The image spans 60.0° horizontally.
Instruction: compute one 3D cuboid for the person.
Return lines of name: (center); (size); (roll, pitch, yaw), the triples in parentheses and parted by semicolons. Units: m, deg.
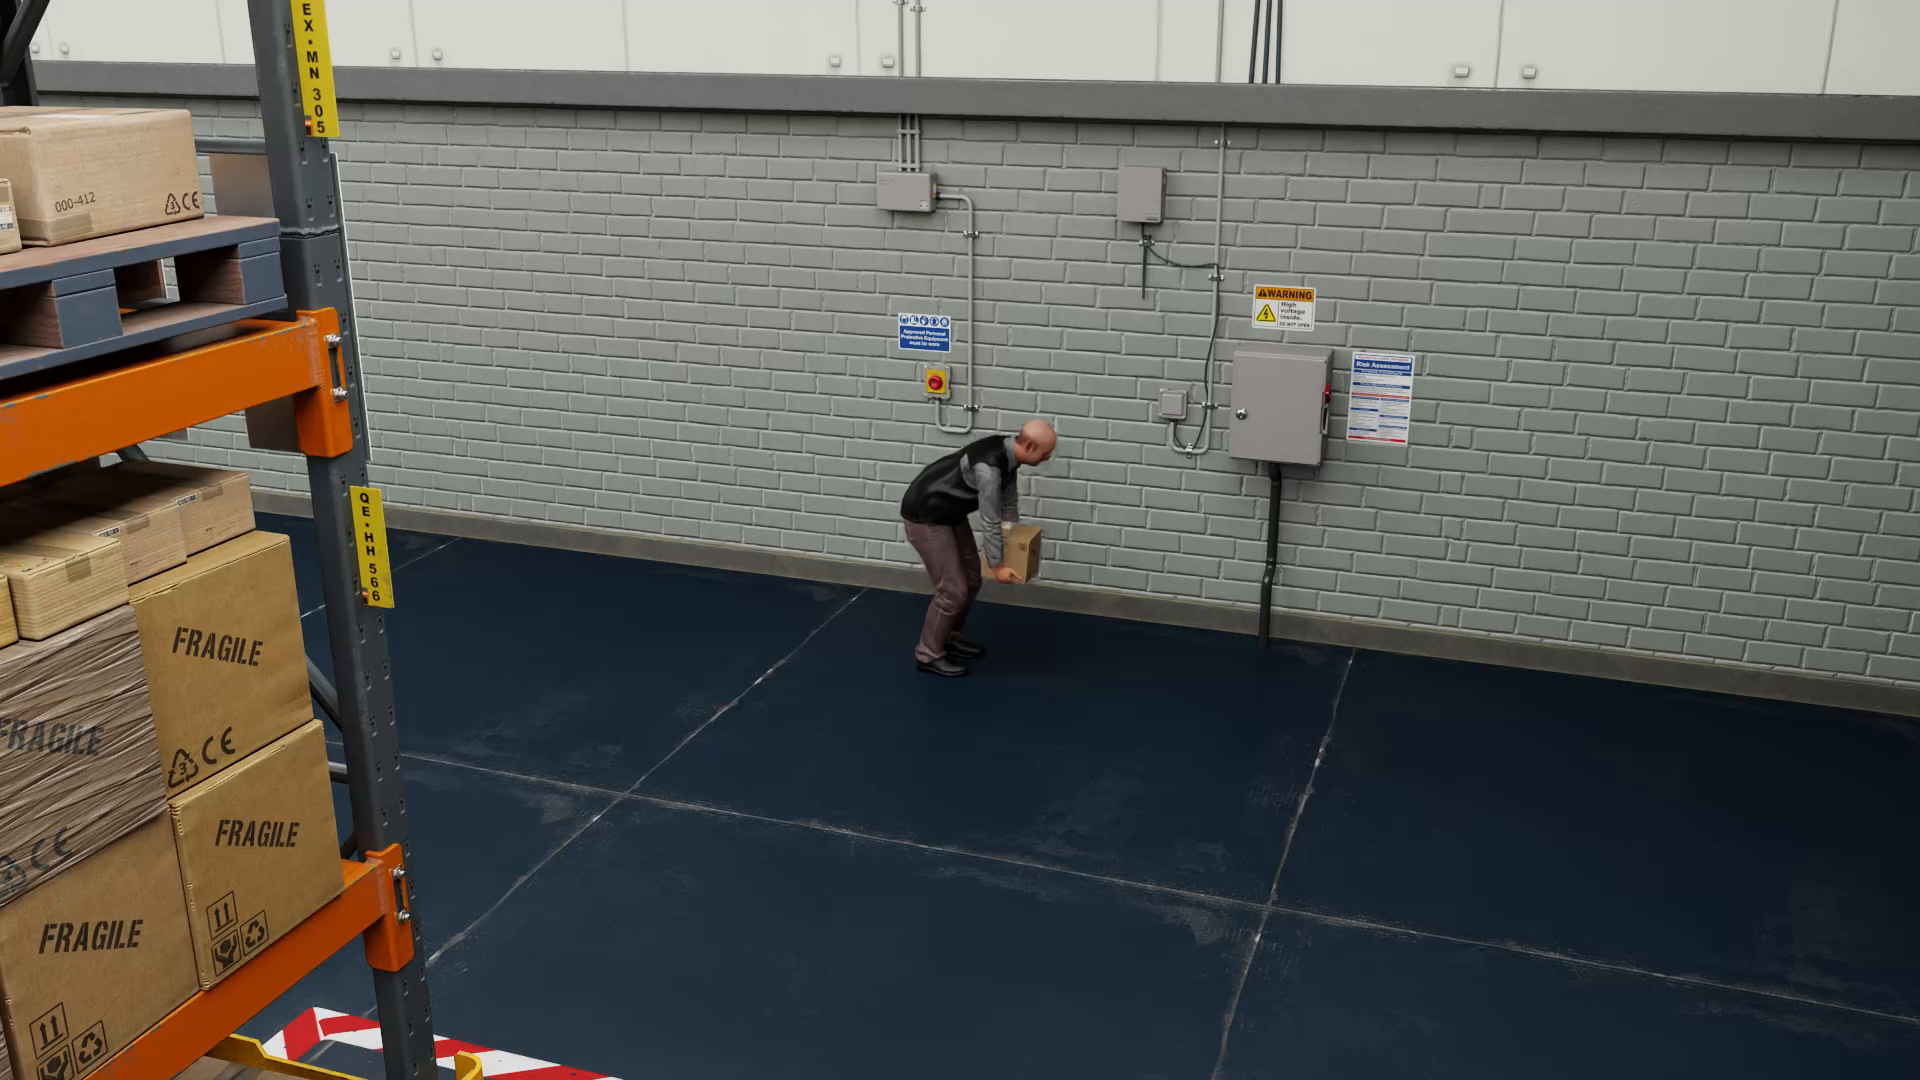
person: (0.105, 0.025, 9.000); (0.833, 1.424, 0.470); (6, 19, 17)
